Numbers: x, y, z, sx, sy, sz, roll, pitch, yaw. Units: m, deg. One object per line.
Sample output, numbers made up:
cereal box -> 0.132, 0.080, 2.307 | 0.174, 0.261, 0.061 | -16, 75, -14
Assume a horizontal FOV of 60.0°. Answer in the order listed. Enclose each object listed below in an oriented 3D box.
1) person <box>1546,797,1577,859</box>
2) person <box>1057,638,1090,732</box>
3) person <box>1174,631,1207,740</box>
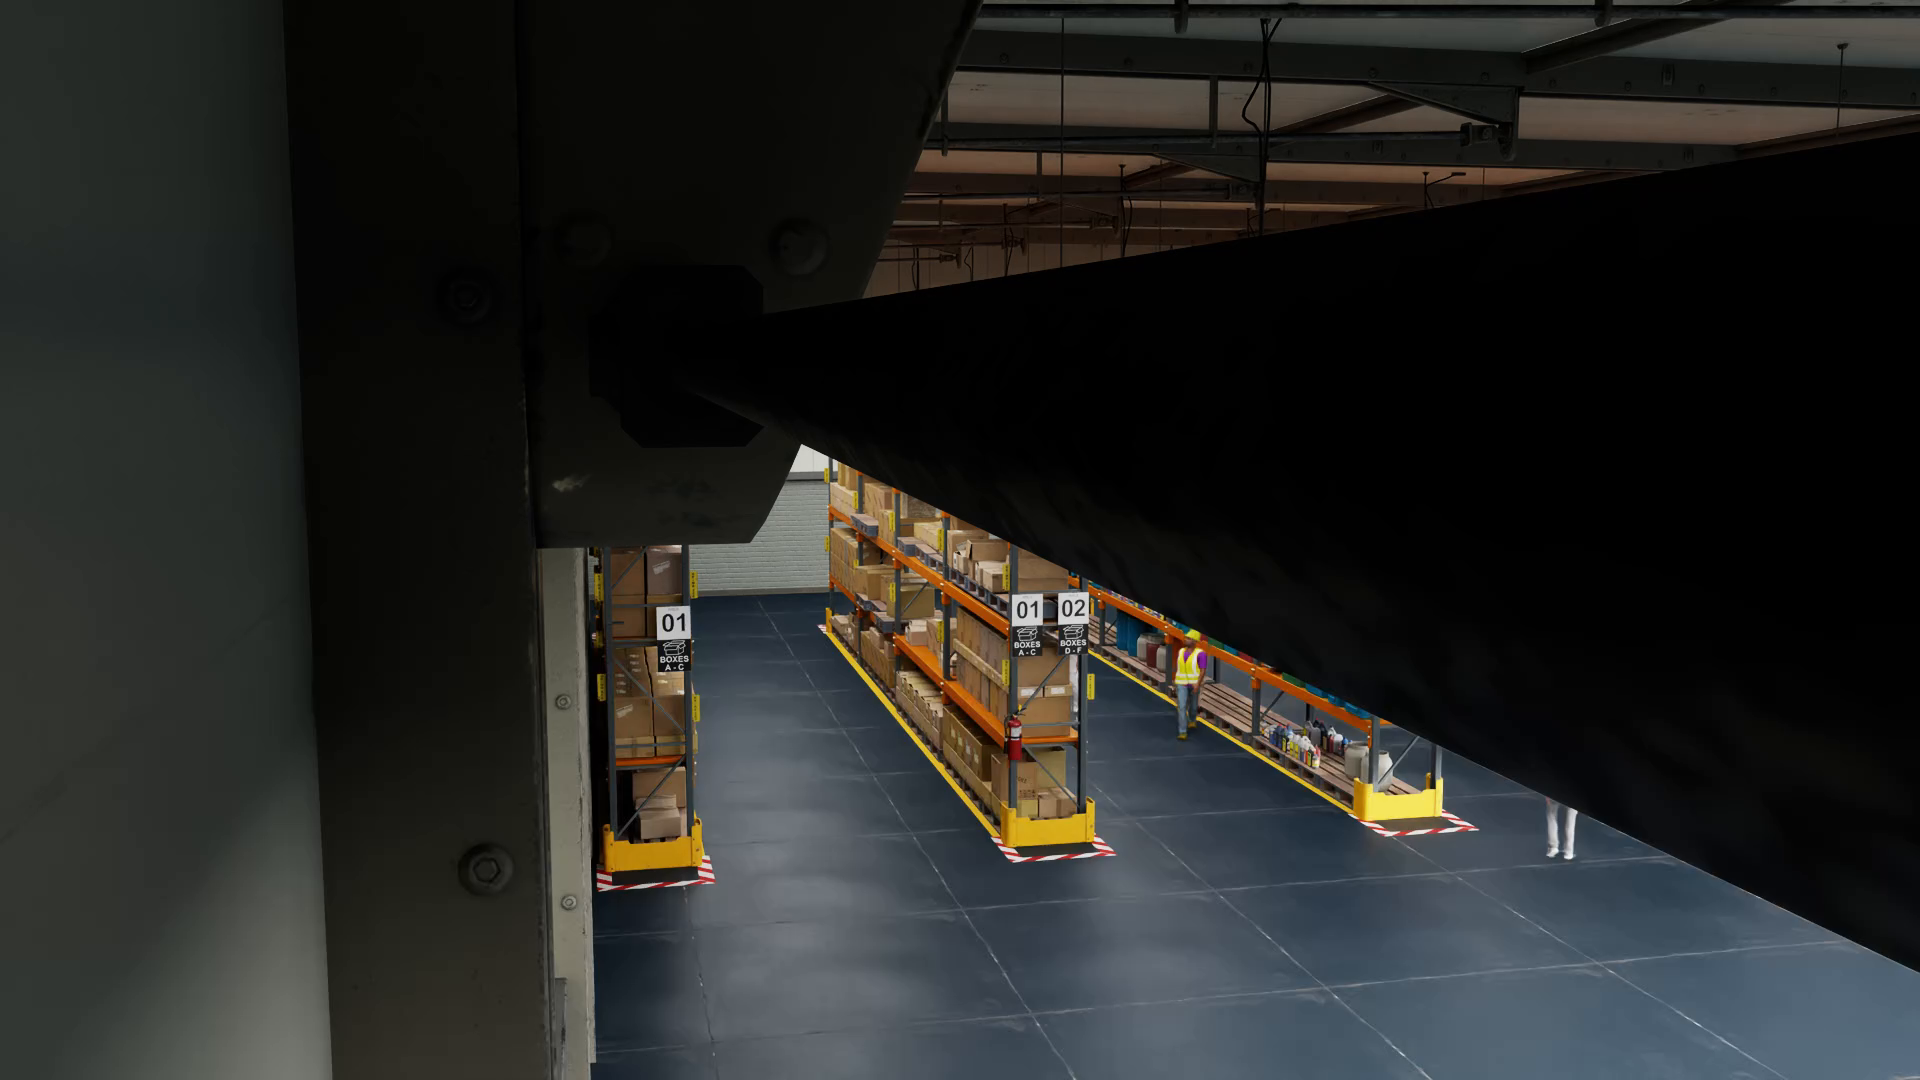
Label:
person -> 7.427, 3.134, 20.385 | 0.442, 1.623, 0.364 | 2, 7, 20
person -> 1.760, 2.213, 27.234 | 0.637, 1.743, 0.898 | -3, 7, -21
person -> 3.706, 2.321, 26.736 | 0.508, 1.720, 1.043 | 0, 7, 4
